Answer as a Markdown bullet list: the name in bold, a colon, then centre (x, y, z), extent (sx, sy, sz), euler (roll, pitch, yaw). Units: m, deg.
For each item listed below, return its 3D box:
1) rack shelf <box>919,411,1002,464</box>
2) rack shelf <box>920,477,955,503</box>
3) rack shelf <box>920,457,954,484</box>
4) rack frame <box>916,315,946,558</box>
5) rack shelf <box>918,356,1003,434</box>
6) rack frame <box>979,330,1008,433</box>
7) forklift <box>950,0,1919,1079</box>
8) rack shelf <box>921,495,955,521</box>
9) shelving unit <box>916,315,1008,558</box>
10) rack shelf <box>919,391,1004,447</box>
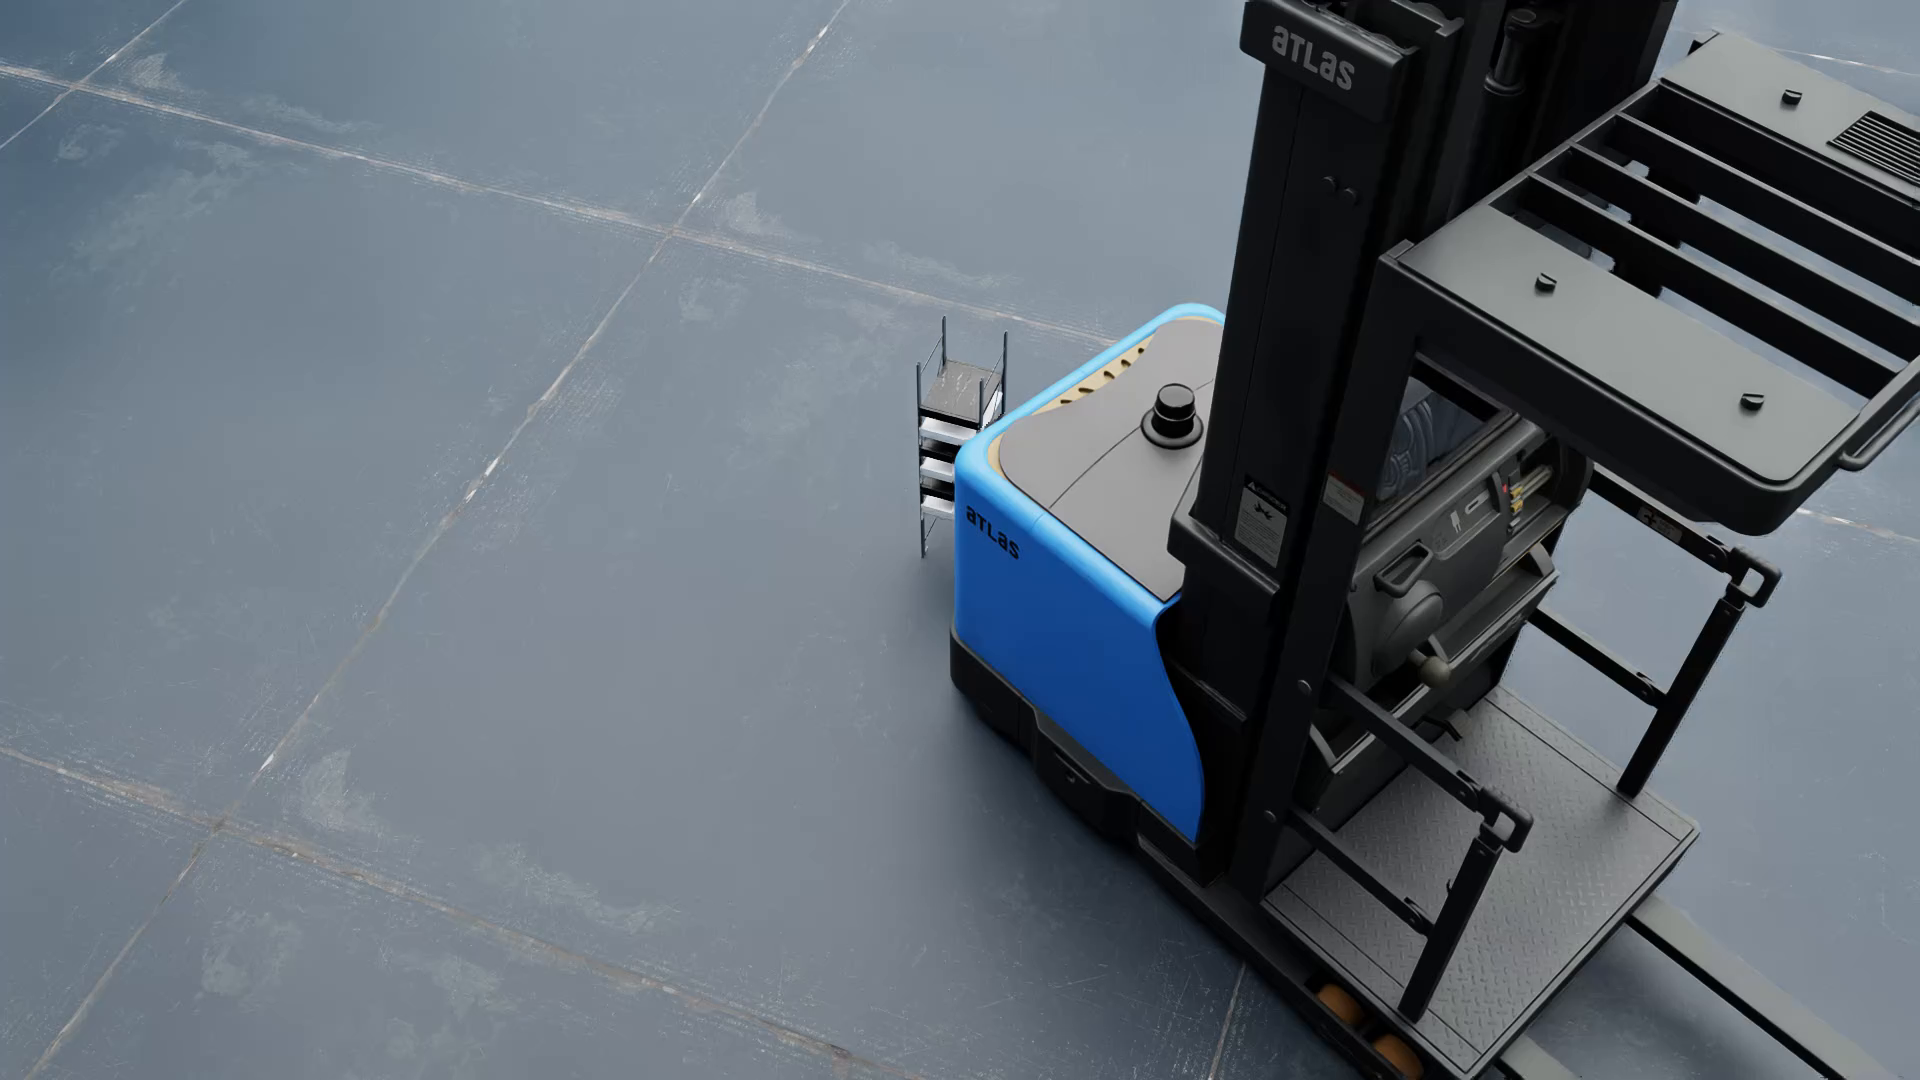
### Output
- **rack shelf**: centre (0.008, -0.330, 5.365), extent (0.200, 0.077, 0.258), euler (16, 51, 13)
- **rack shelf**: centre (0.008, -0.212, 5.501), extent (0.200, 0.077, 0.258), euler (16, 51, 13)
- **rack shelf**: centre (0.008, -0.271, 5.433), extent (0.200, 0.077, 0.258), euler (16, 51, 13)
- **rack frame**: centre (-0.088, -0.319, 5.431), extent (0.006, 0.900, 0.240), euler (16, 51, 13)
- **rack shelf**: centre (0.008, -0.448, 5.229), extent (0.200, 0.077, 0.258), euler (16, 51, 13)
- **rack frame**: centre (0.103, -0.266, 5.385), extent (0.006, 0.900, 0.240), euler (16, 51, 13)
- **forklift**: centre (1.332, 0.079, 3.742), extent (1.130, 2.935, 3.031), euler (-35, 57, -26)
- **rack shelf**: centre (0.008, -0.153, 5.569), extent (0.200, 0.077, 0.258), euler (16, 51, 13)
- **shelving unit**: centre (0.008, -0.293, 5.408), extent (0.210, 0.900, 0.258), euler (16, 51, 13)
- **rack shelf**: centre (0.008, -0.389, 5.297), extent (0.200, 0.077, 0.258), euler (16, 51, 13)
